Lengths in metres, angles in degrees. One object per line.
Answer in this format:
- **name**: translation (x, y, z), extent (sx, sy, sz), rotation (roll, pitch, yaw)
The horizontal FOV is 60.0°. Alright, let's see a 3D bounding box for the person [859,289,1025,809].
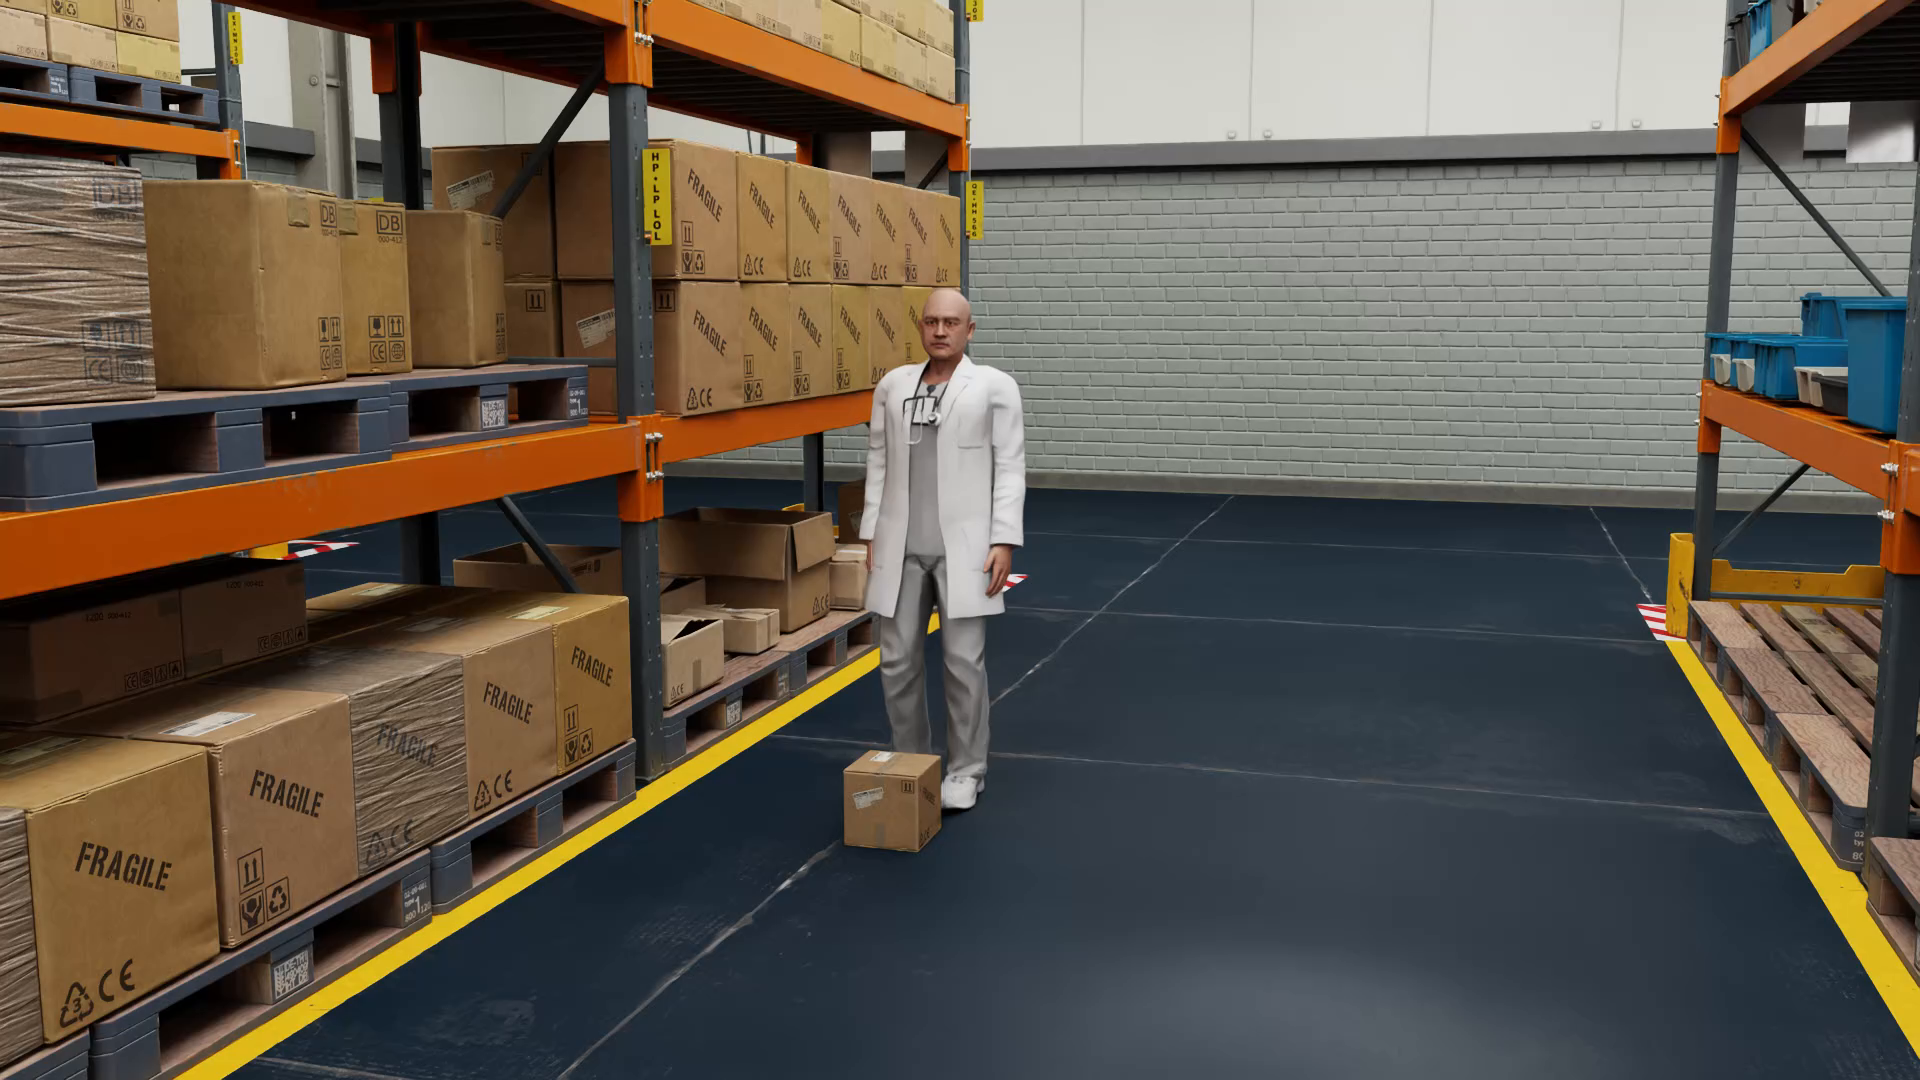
- **person**: translation (-0.069, 0.059, 5.739), extent (0.601, 1.833, 0.429), rotation (3, 9, 17)
